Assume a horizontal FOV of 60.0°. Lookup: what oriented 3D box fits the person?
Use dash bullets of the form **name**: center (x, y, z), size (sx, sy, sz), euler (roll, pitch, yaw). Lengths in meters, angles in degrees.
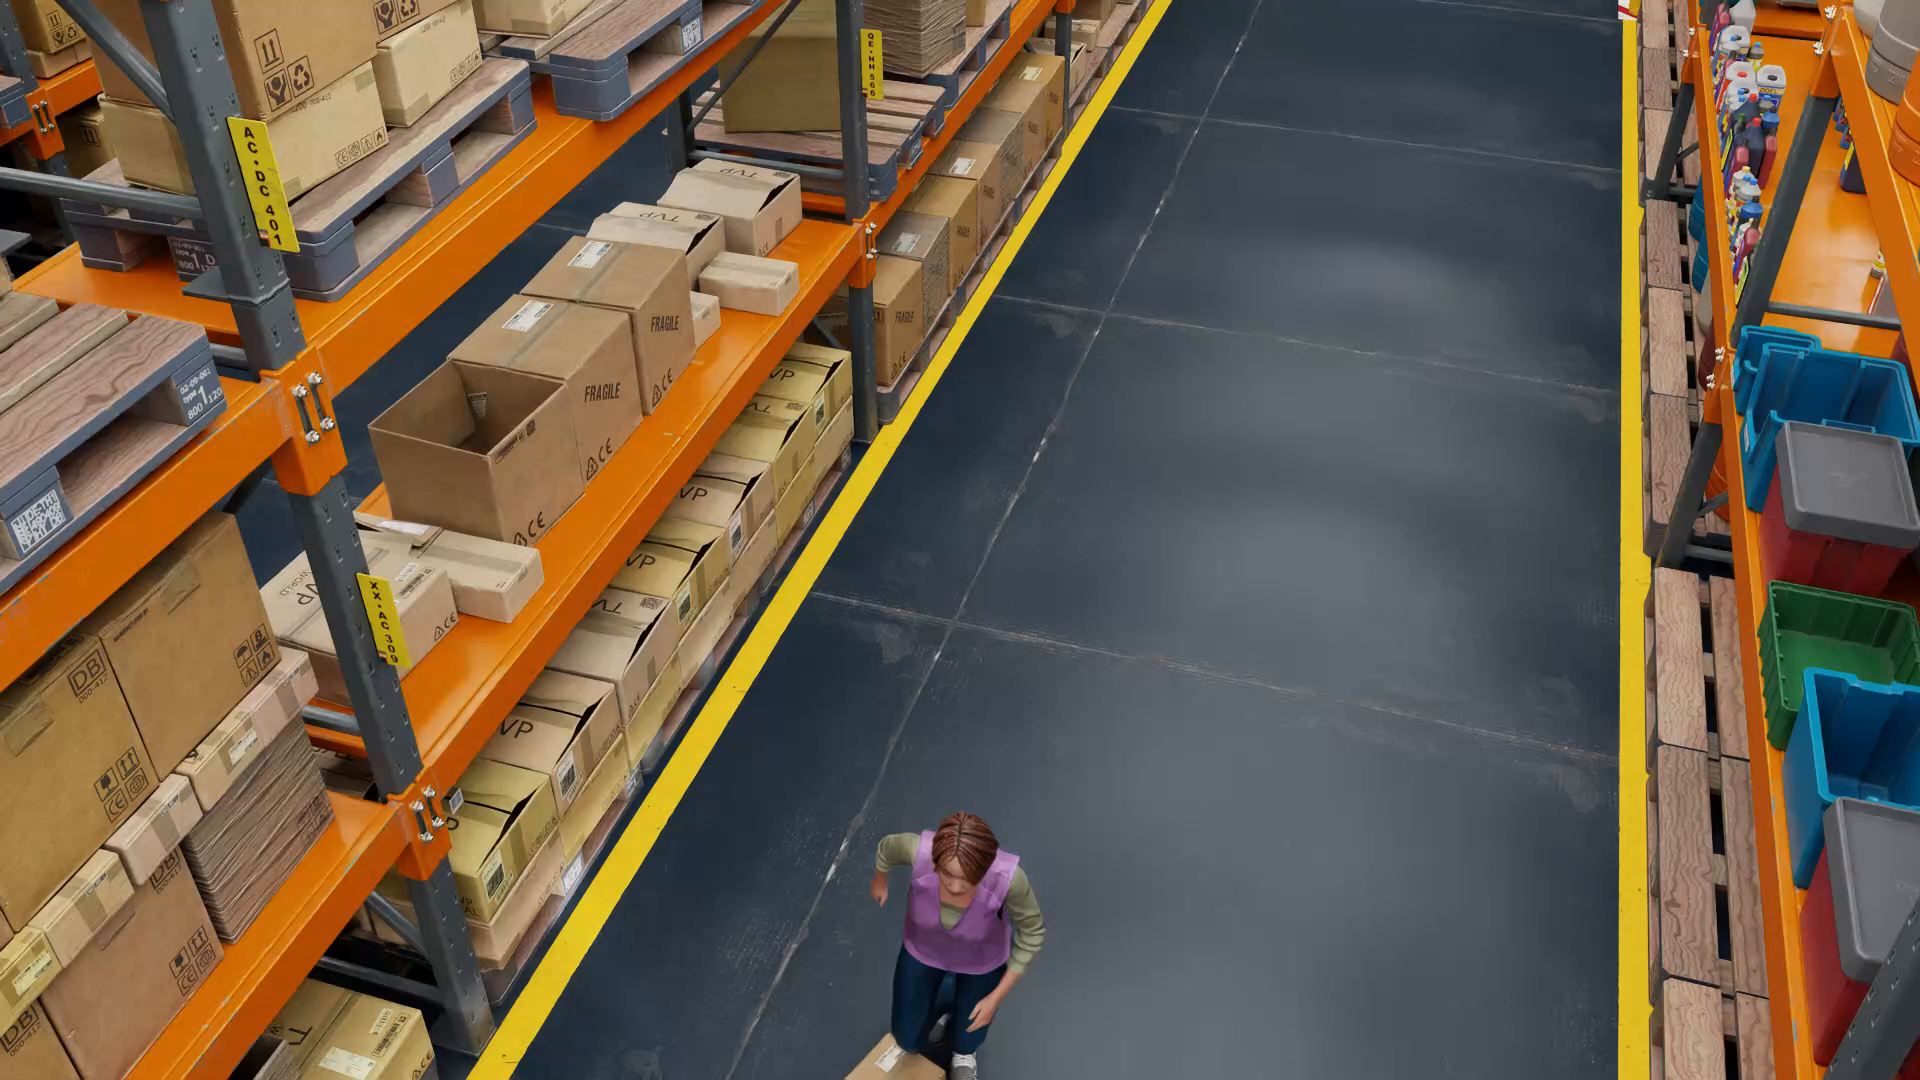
- **person**: center (-0.022, 1.288, 5.302), size (0.609, 1.495, 0.579), euler (6, 38, 8)
